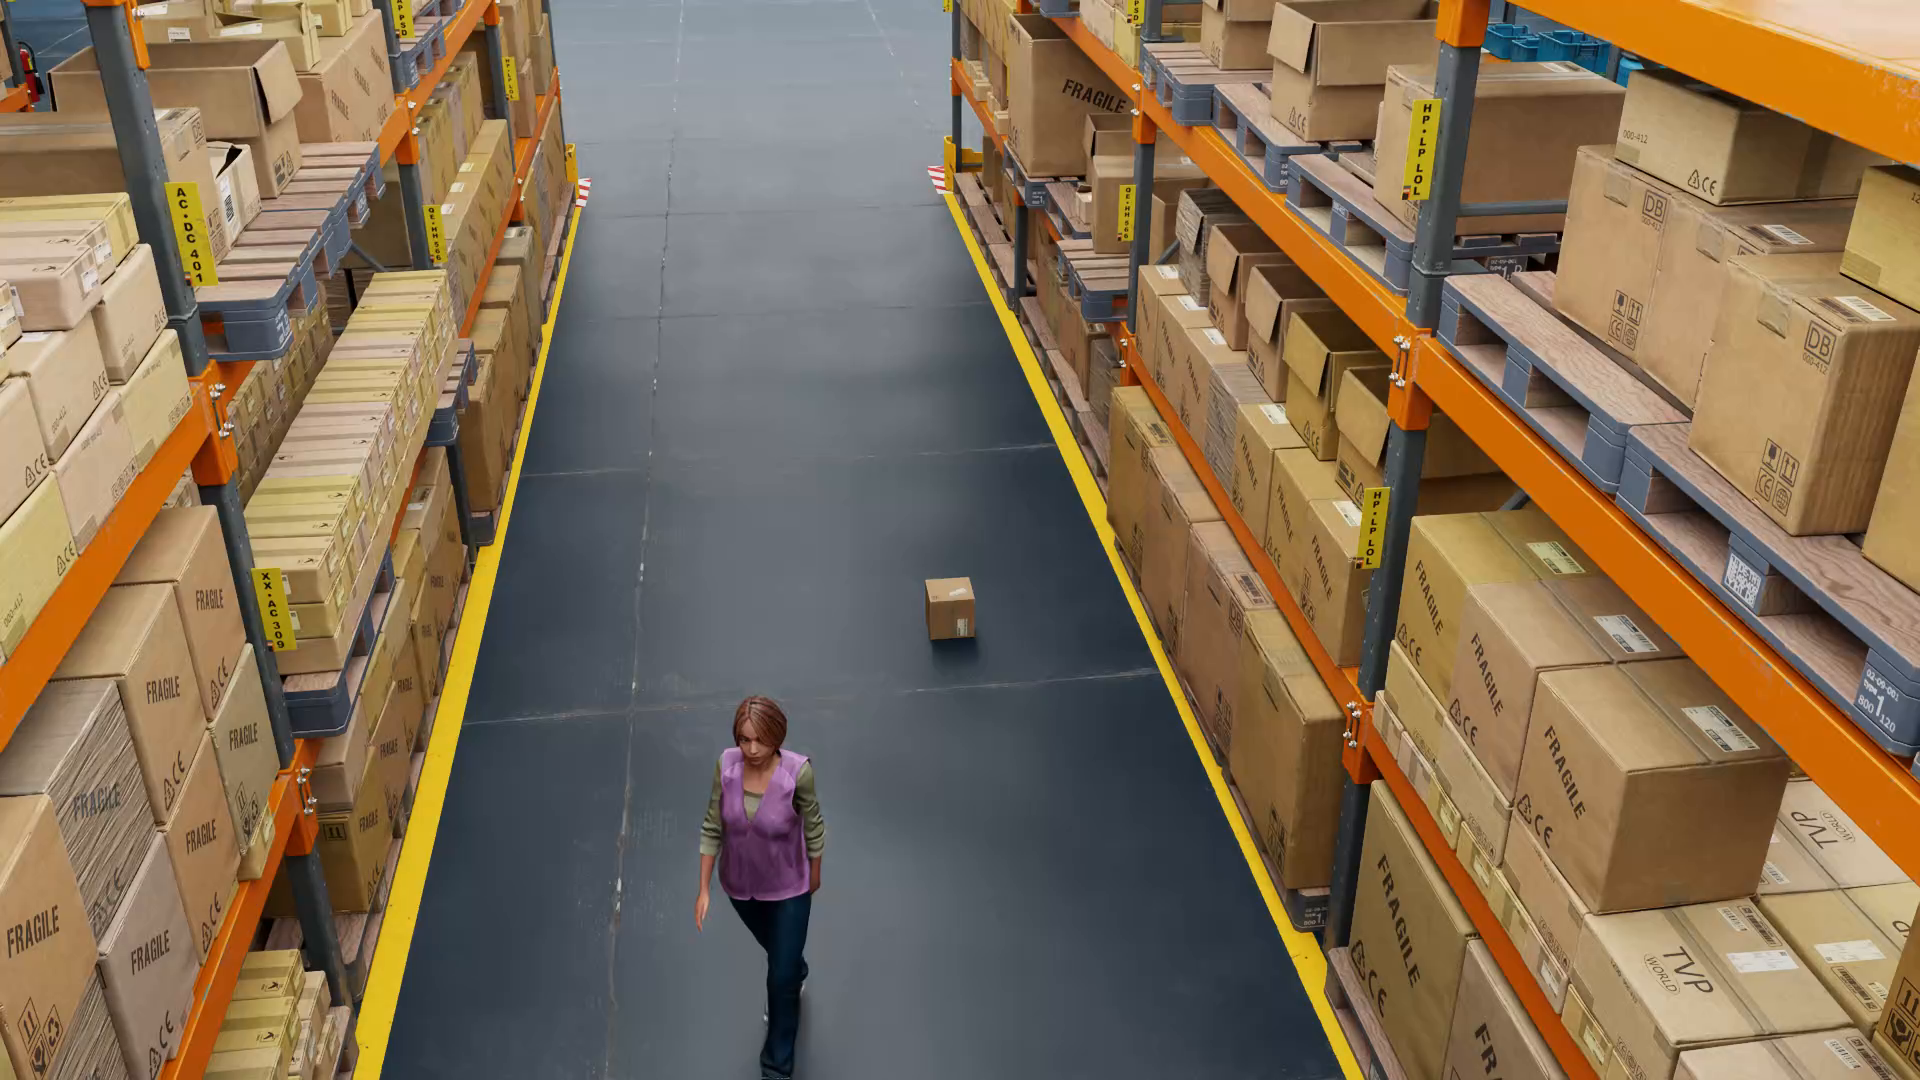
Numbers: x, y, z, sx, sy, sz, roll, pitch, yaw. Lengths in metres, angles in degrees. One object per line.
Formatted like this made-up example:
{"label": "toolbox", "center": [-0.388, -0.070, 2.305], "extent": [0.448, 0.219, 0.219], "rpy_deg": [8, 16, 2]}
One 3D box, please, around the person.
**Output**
{"label": "person", "center": [-0.750, 1.302, 6.101], "extent": [0.424, 1.565, 0.837], "rpy_deg": [7, 28, 14]}
